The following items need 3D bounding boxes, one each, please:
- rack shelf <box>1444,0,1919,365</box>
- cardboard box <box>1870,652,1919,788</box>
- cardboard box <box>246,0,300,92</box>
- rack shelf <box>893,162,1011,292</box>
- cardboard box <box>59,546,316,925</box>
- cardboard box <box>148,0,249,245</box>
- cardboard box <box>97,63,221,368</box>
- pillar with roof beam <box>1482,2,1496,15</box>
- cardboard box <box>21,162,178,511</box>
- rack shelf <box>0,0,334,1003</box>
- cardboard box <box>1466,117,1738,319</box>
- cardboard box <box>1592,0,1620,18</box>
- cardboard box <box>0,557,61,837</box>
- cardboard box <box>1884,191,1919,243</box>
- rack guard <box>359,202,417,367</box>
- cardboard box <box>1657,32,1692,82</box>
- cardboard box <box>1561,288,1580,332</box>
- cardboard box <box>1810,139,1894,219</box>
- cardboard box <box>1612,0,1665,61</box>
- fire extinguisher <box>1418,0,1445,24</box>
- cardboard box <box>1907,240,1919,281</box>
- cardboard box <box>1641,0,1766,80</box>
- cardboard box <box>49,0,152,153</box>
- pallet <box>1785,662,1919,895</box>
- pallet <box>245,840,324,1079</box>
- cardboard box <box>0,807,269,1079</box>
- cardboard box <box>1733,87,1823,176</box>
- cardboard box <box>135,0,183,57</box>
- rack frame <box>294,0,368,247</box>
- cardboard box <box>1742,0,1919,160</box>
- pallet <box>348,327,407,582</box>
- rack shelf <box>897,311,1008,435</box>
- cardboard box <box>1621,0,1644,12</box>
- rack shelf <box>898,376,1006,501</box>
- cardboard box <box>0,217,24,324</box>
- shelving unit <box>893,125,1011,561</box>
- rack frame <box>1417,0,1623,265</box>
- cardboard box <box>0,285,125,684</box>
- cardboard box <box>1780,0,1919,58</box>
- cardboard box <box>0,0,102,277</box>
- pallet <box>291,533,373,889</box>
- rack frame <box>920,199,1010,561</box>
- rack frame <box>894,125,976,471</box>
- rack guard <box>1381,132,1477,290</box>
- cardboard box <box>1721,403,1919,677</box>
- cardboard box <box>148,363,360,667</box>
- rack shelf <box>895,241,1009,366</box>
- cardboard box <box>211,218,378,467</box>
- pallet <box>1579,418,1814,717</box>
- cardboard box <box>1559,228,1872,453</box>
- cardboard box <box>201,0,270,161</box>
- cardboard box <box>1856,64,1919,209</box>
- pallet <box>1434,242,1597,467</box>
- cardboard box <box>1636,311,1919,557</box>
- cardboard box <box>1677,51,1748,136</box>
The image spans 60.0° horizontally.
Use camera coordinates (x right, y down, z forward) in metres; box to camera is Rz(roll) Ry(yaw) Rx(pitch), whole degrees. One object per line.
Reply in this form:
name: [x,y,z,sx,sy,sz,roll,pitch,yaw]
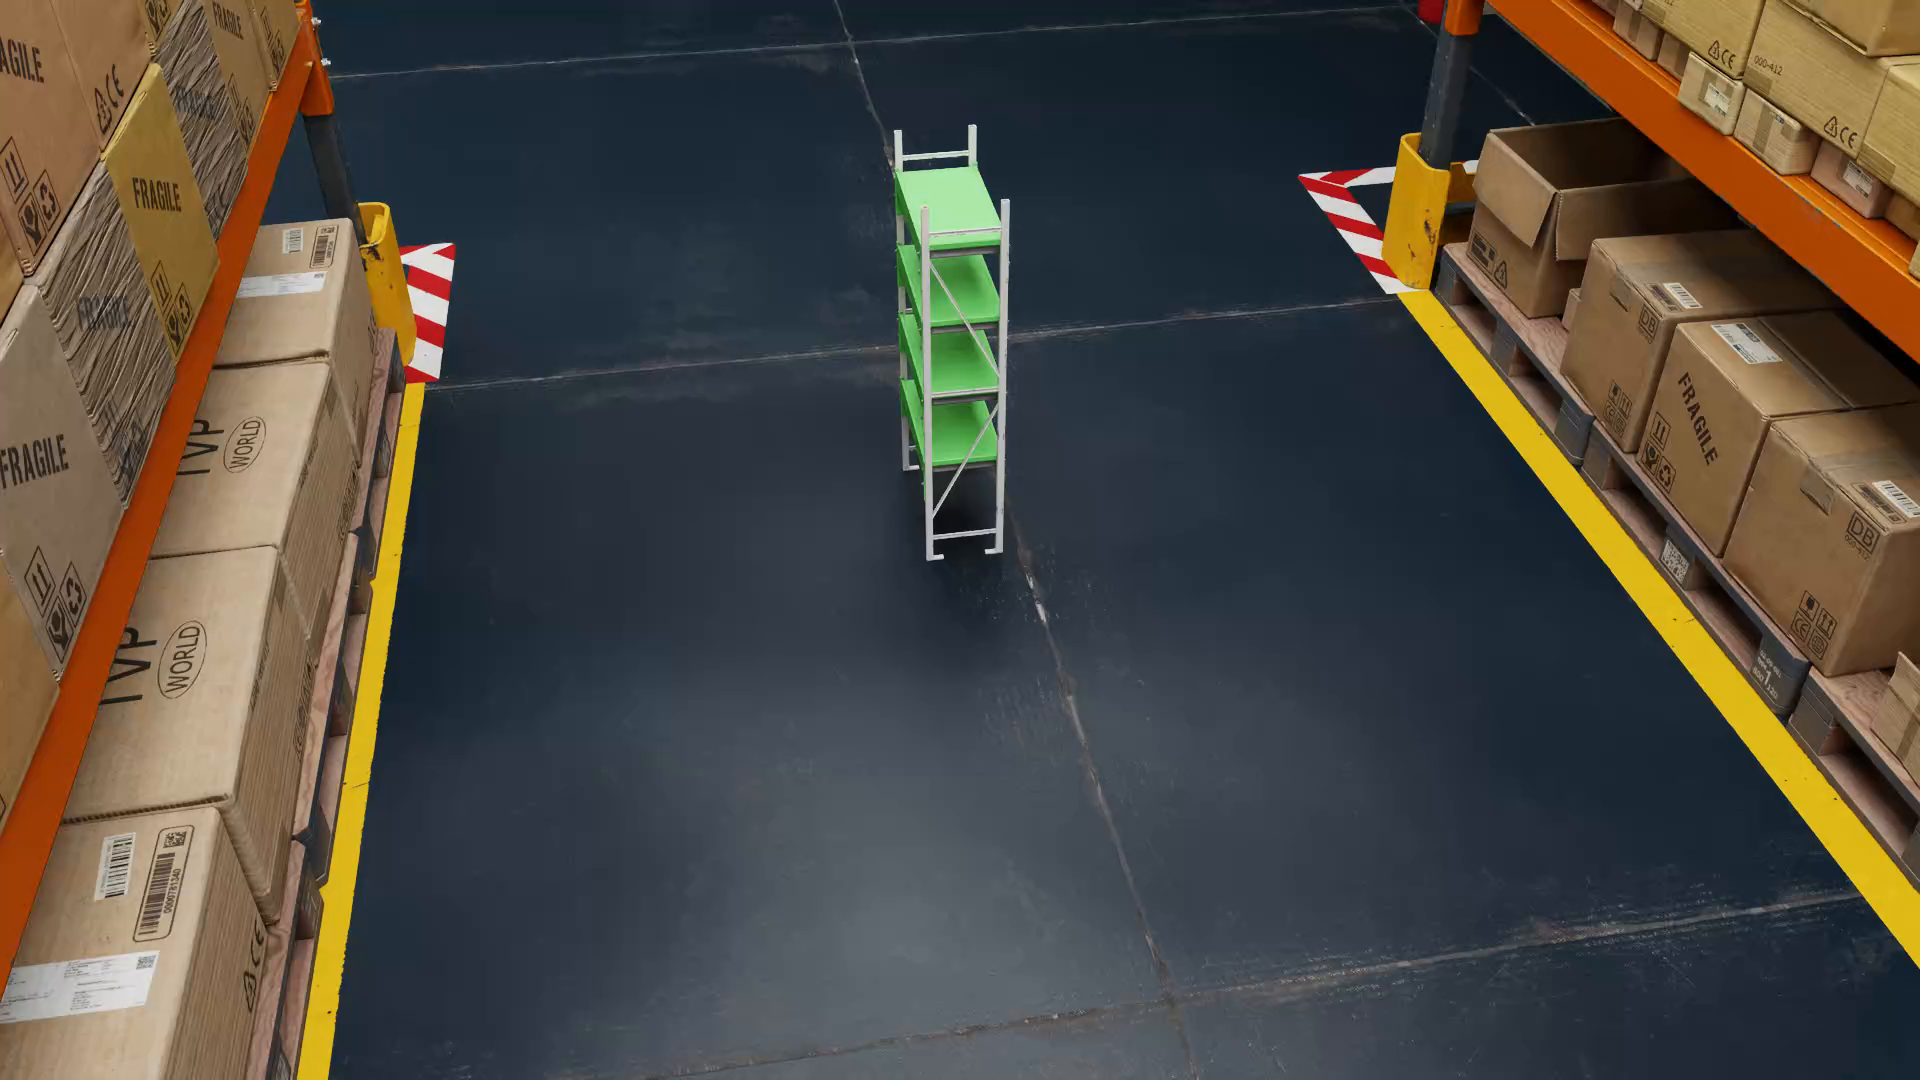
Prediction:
rack shelf: [2.637,-0.878,4.522,1.077,0.370,4.000,-6,38,-8]
cardboard box: [2.538,0.439,4.126,0.396,0.266,0.258,-5,38,-6]
cardboard box: [-2.255,-1.611,4.797,0.500,0.500,0.500,-6,38,-8]
rack shelf: [-0.029,-0.902,4.755,0.258,0.148,0.480,-6,38,-8]
cardboard box: [-2.061,0.496,3.912,0.875,0.438,0.875,-7,38,-9]
cardboard box: [-2.082,-0.997,4.006,0.500,0.500,0.500,-5,38,-7]
cardboard box: [-1.979,-0.686,3.607,0.500,0.500,0.500,-5,38,-7]
pillar with roof beam: [-1.538,-6.002,5.641,9.100,9.000,0.400,-6,38,-8]
cardboard box: [-1.888,-0.375,3.206,0.500,0.500,0.500,-6,38,-8]
rack shelf: [-2.250,-0.342,3.832,1.077,0.370,4.000,-6,38,-8]
cardboard box: [2.300,-1.171,6.005,0.797,0.503,0.637,-8,38,-10]
cardboard box: [2.244,-1.740,5.249,0.380,0.149,0.250,-7,38,-9]
cardboard box: [-1.723,0.231,2.427,0.500,0.500,0.500,-5,38,-6]
cardboard box: [2.519,-0.811,4.053,0.380,0.149,0.250,-6,38,-7]
rack guard: [-2.604,-0.862,5.952,1.175,0.500,0.348,-6,38,-8]
cardboard box: [2.280,-1.421,4.838,0.380,0.149,0.250,-6,38,-7]
cardboard box: [2.336,-0.770,5.778,0.380,0.149,0.250,-8,38,-10]
cardboard box: [2.430,-0.955,4.239,0.380,0.149,0.250,-6,38,-8]
cardboard box: [2.228,-1.580,5.044,0.380,0.149,0.250,-5,38,-7]
fire extinguisher: [1.805,-2.232,6.045,0.296,0.674,0.183,-6,38,-8]
cardboard box: [2.455,-0.643,3.837,0.380,0.149,0.250,-7,38,-9]
cardboard box: [2.281,-1.515,4.635,0.500,0.250,0.500,-7,38,-9]
cardboard box: [-1.991,-1.088,3.308,0.500,0.500,0.500,-6,38,-8]
pallet: [2.868,0.732,4.136,1.003,0.211,1.213,-6,38,-8]
pallet: [-1.955,1.215,3.514,1.003,0.211,1.213,-6,38,-8]
cardboard box: [-1.903,1.037,3.217,0.875,0.438,0.875,-7,38,-9]
cardboard box: [2.317,-1.103,4.429,0.380,0.149,0.250,-5,38,-7]
cardboard box: [-2.077,-1.392,3.700,0.500,0.500,0.500,-6,38,-8]
rack frame: [-2.600,-1.834,5.166,1.000,3.000,0.127,-6,38,-8]
cardboard box: [2.392,-1.209,4.241,0.500,0.250,0.500,-7,38,-9]
pallet: [-2.383,-0.259,5.411,1.003,0.211,1.213,-6,38,-8]
rack shelf: [-0.029,-0.523,5.050,0.258,0.148,0.480,-6,38,-8]
cardboard box: [2.189,-1.821,5.029,0.500,0.250,0.500,-6,38,-7]
rack shelf: [-0.029,-0.334,5.197,0.258,0.148,0.480,-6,38,-8]
cardboard box: [-1.826,-0.472,2.516,0.500,0.500,0.500,-7,38,-9]
shelving unit: [-0.029,-0.574,5.011,0.258,1.200,0.503,-6,38,-8]
rack frame: [2.286,-2.370,5.856,1.000,3.000,0.127,-6,38,-8]
cardboard box: [-1.808,-0.074,2.819,0.500,0.500,0.500,-6,38,-8]
cardboard box: [2.364,-1.516,4.025,0.500,0.500,0.500,-5,38,-7]
cardboard box: [-1.905,-0.783,2.916,0.500,0.500,0.500,-6,38,-7]
pallet: [-2.172,0.477,4.464,1.003,0.211,1.213,-6,38,-8]
rack frame: [0.014,-0.426,4.821,0.240,1.200,0.015,-6,38,-8]
rack frame: [-0.072,-0.721,5.200,0.240,1.200,0.015,-6,38,-8]
rack guard: [2.299,-1.337,6.564,1.175,0.500,0.348,-6,38,-8]
cardboard box: [2.593,-0.022,4.529,0.700,0.500,0.500,-8,38,-10]
cardboard box: [-2.217,-0.049,4.614,0.875,0.438,0.875,-5,38,-7]
rack shelf: [-0.029,-0.713,4.903,0.258,0.148,0.480,-6,38,-8]
cardboard box: [-2.386,-0.601,5.324,0.875,0.438,0.875,-7,38,-9]
pallet: [2.651,-0.007,5.087,1.003,0.211,1.213,-6,38,-8]
cardboard box: [2.411,-0.649,5.336,0.700,0.500,0.500,-5,38,-6]
cardboard box: [-2.182,-1.306,4.405,0.500,0.500,0.500,-7,38,-9]
cardboard box: [2.481,-0.898,3.840,0.500,0.250,0.500,-6,38,-8]
pallet: [2.440,-0.742,6.033,1.003,0.211,1.213,-6,38,-8]
cardboard box: [2.406,-0.319,4.911,0.500,0.500,0.500,-6,38,-7]
cardboard box: [2.250,-1.260,4.631,0.380,0.149,0.250,-7,38,-9]
